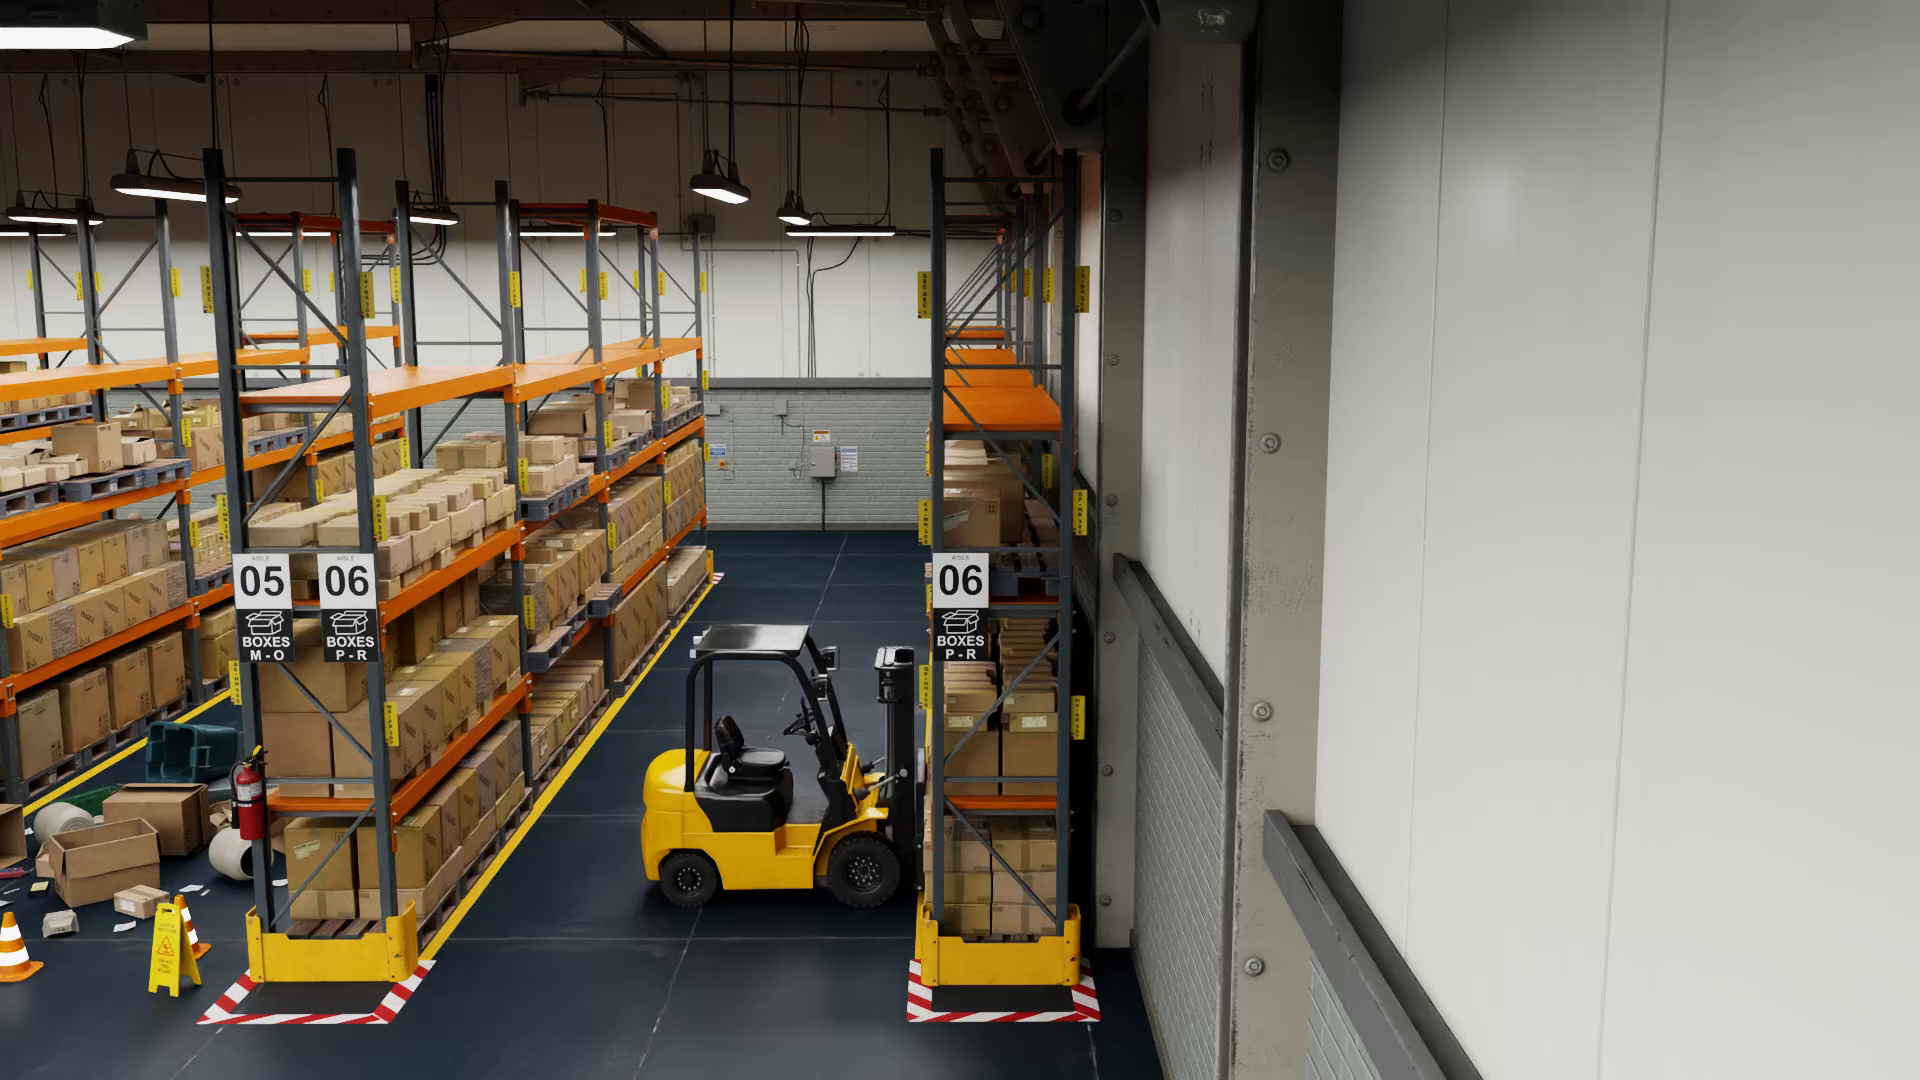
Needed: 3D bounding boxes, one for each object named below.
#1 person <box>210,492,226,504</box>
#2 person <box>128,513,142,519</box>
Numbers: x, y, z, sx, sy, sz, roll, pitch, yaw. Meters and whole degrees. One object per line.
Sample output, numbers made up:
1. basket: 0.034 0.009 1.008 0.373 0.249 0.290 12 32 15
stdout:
1. person: -12.042 -0.008 27.288 0.488 1.625 0.818 0 9 -2
2. person: -11.778 0.497 23.716 0.626 1.776 0.508 -2 9 -12
